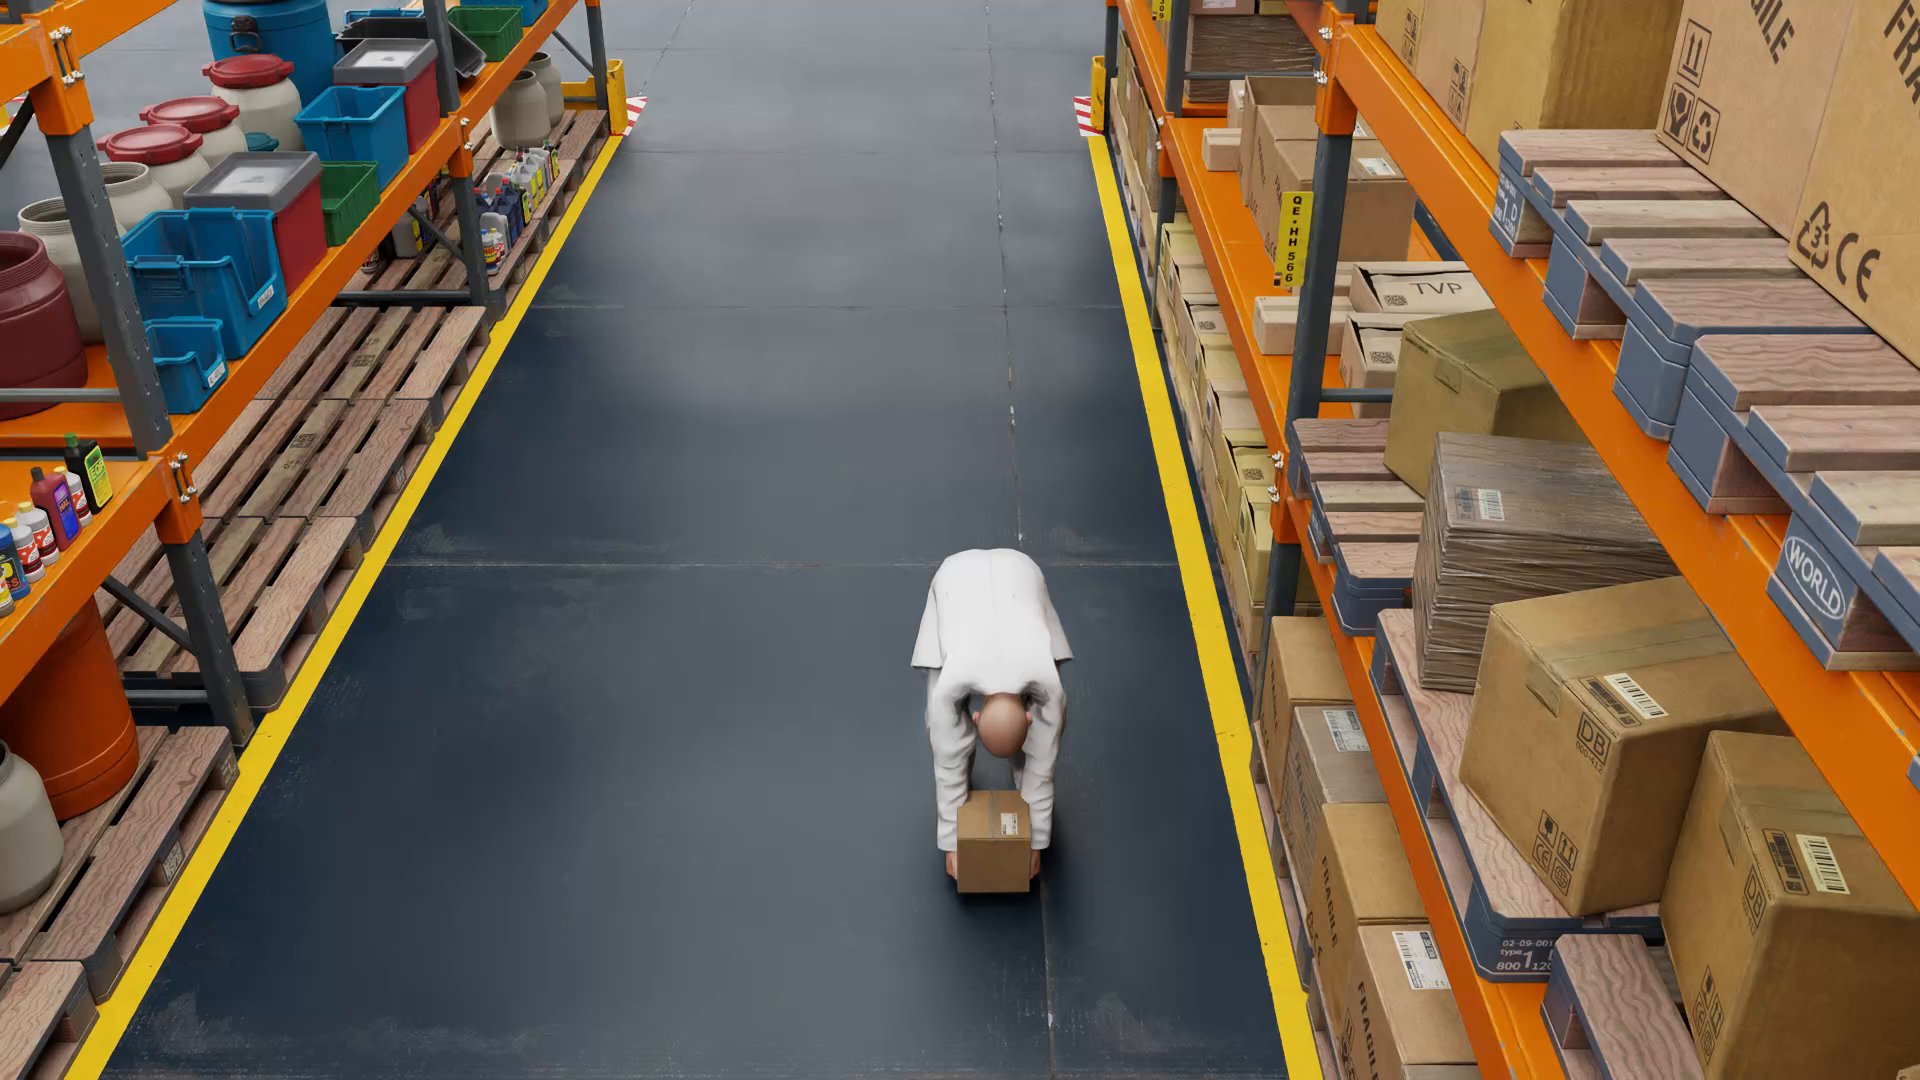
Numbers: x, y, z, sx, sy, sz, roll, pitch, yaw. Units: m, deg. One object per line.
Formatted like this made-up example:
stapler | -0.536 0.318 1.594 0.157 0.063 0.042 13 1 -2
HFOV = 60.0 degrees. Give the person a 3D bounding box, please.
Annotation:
person | 0.124 0.599 5.910 0.592 0.995 0.942 -2 31 -3
